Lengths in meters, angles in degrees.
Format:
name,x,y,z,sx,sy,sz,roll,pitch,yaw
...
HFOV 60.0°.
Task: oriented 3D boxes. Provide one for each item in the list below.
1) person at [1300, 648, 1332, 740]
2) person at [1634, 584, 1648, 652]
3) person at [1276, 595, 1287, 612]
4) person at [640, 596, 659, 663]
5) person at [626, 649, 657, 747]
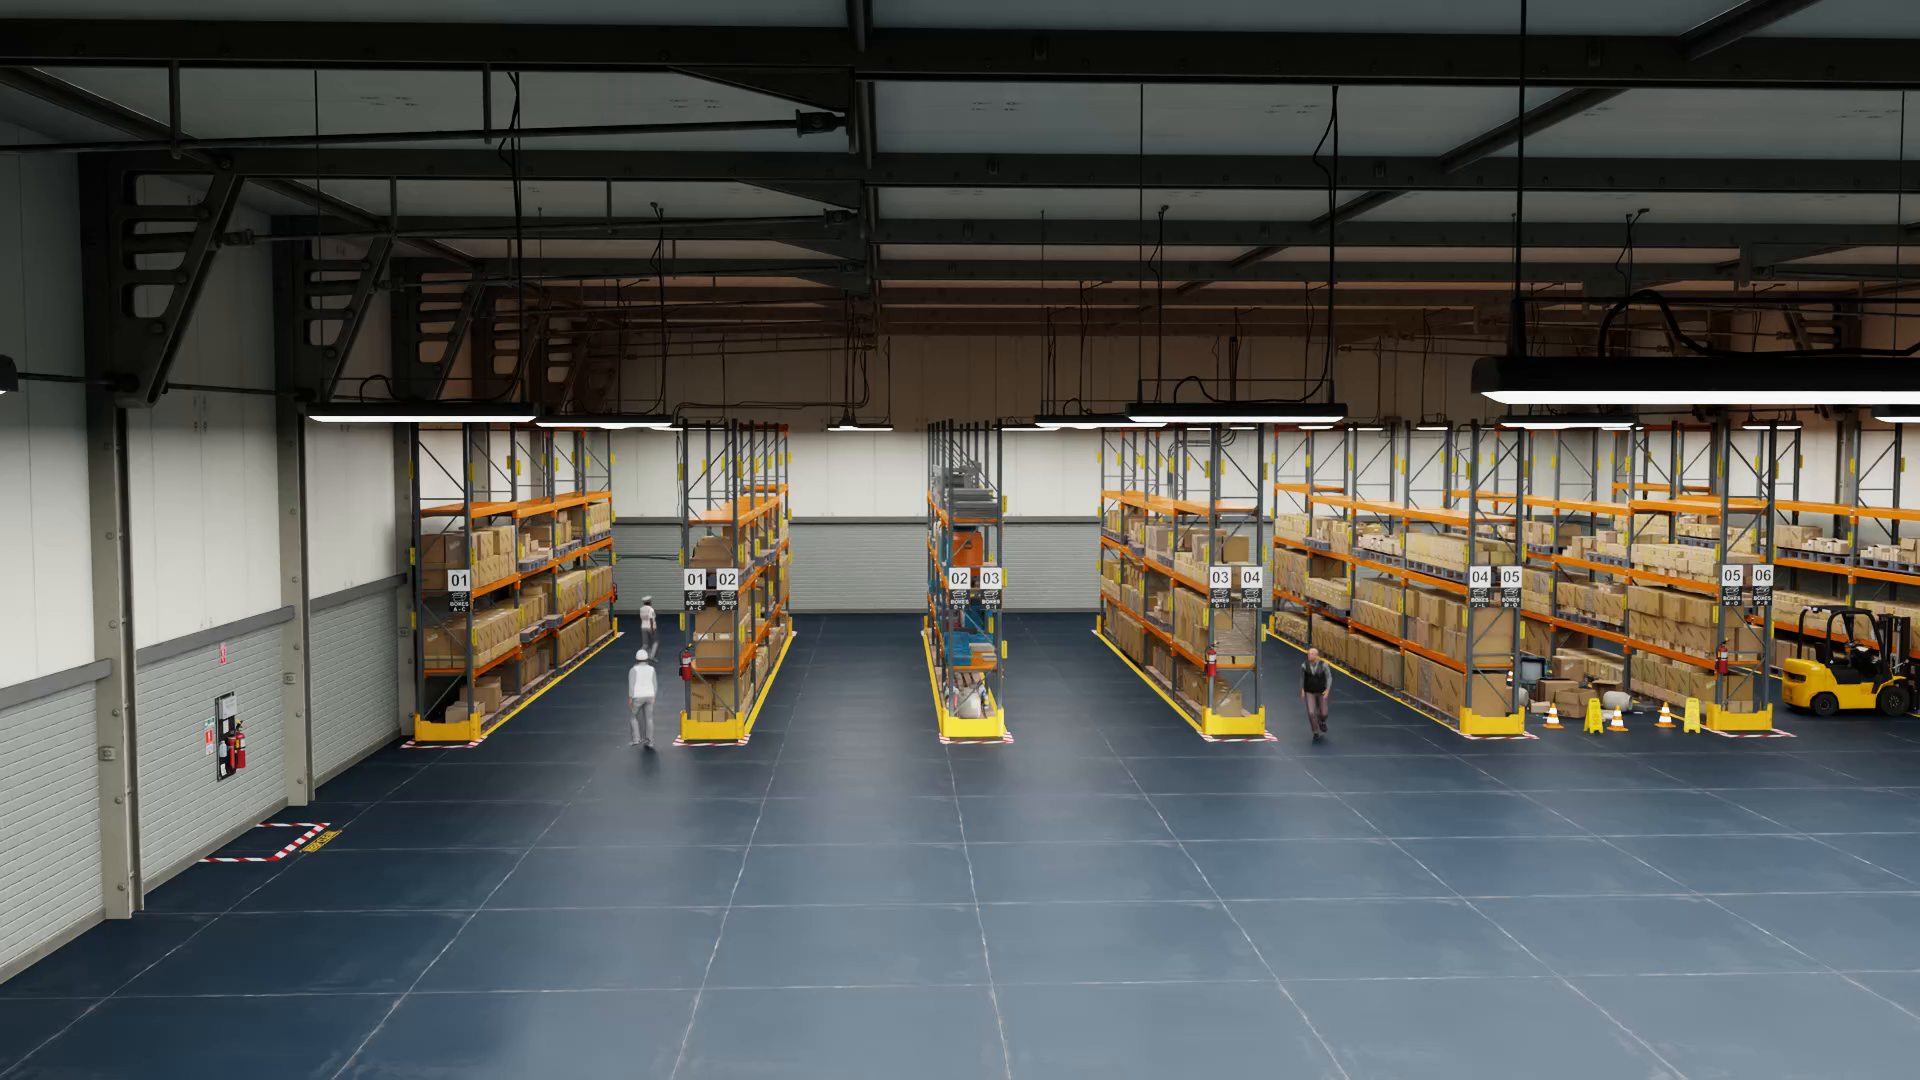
name,x,y,z,sx,sy,sz,roll,pitch,yaw
person,6.700,2.879,31.332,0.595,1.695,0.623,1,4,14
person,17.958,2.044,43.476,0.519,1.782,0.537,-2,4,-27
person,9.727,1.674,50.183,0.441,1.639,0.555,3,5,43
person,-7.757,2.237,41.348,0.468,1.683,0.520,1,4,12
person,-5.792,2.911,30.395,0.586,1.808,0.595,-3,5,-38
